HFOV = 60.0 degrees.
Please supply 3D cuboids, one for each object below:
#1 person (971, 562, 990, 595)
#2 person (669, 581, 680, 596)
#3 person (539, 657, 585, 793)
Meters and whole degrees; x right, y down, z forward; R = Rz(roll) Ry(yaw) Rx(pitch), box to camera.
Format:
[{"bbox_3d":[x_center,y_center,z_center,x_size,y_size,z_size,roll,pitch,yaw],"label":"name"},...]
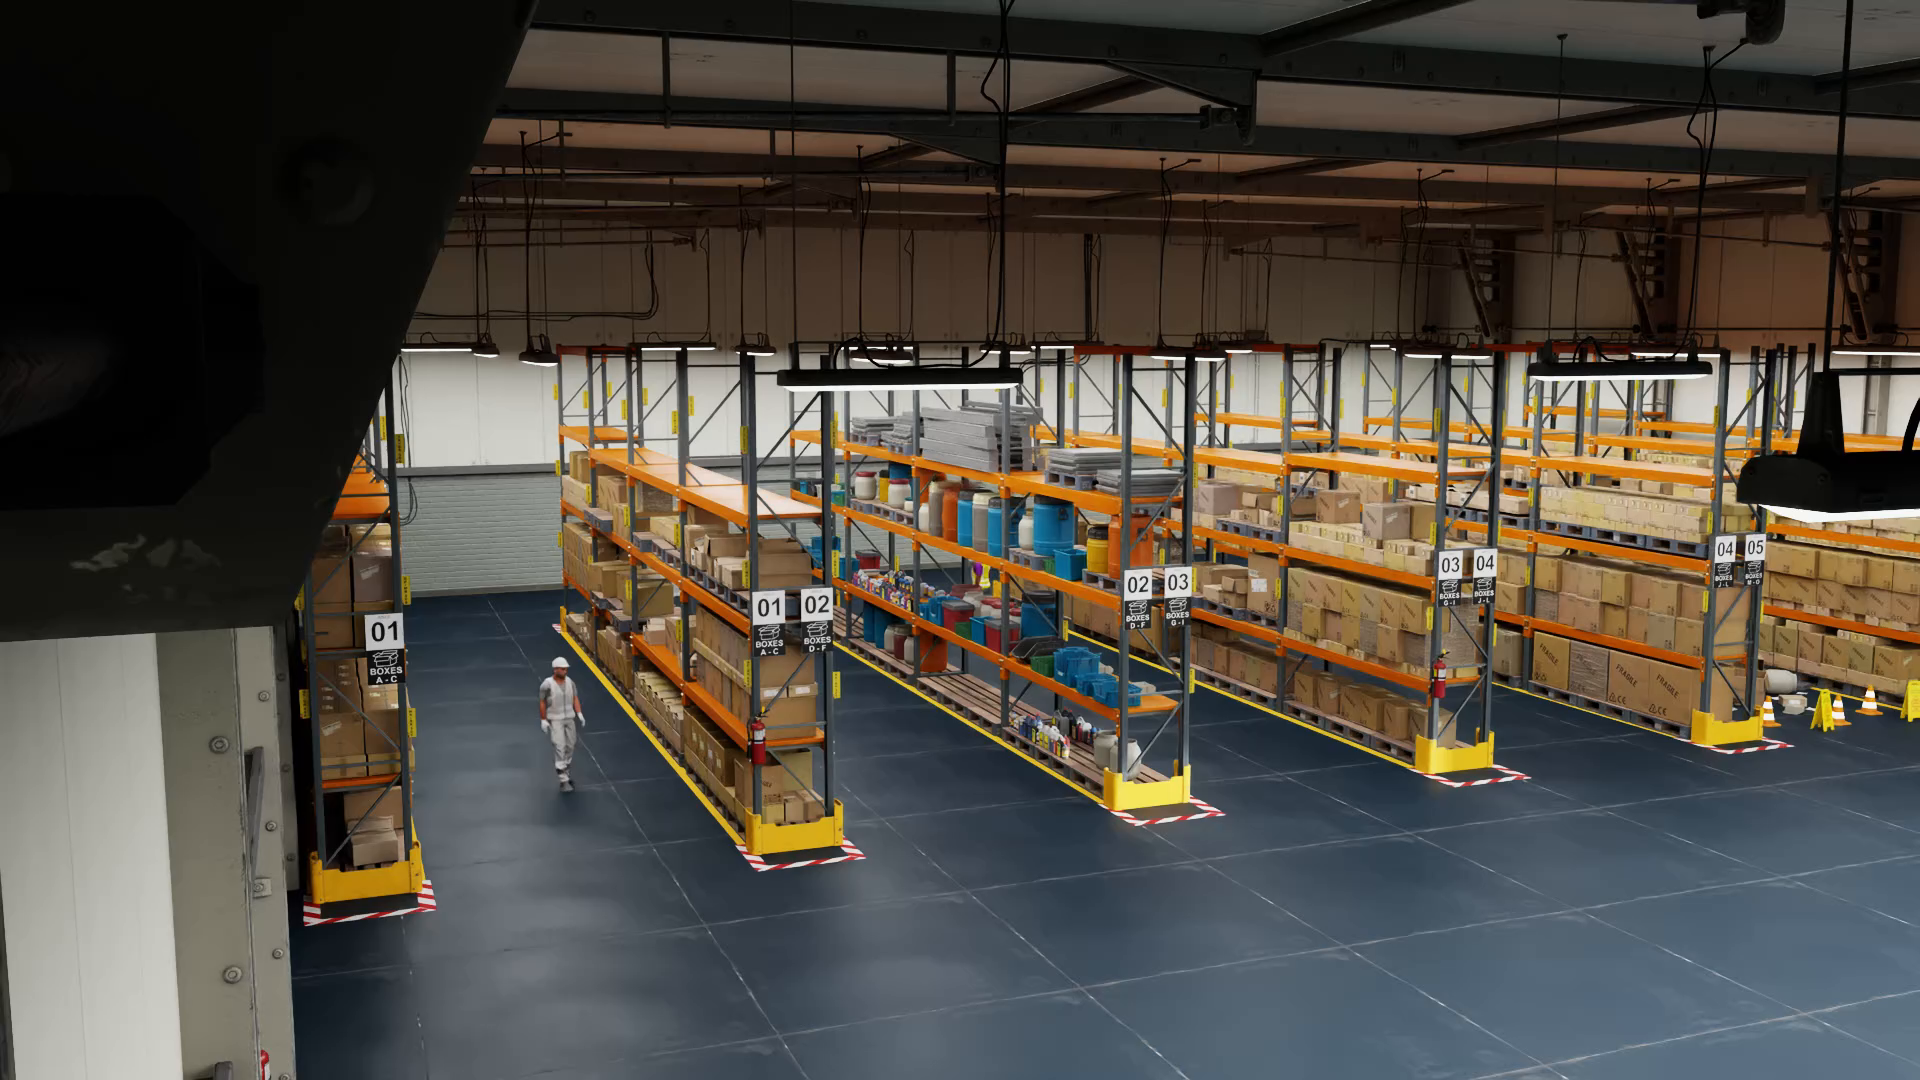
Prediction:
[{"bbox_3d":[0.461,1.014,35.009,0.467,1.766,0.616,4,8,27],"label":"person"},{"bbox_3d":[-6.838,0.444,39.344,0.728,1.760,0.565,0,7,1],"label":"person"},{"bbox_3d":[-5.457,2.541,23.065,0.551,1.793,0.710,-7,10,-43],"label":"person"}]
